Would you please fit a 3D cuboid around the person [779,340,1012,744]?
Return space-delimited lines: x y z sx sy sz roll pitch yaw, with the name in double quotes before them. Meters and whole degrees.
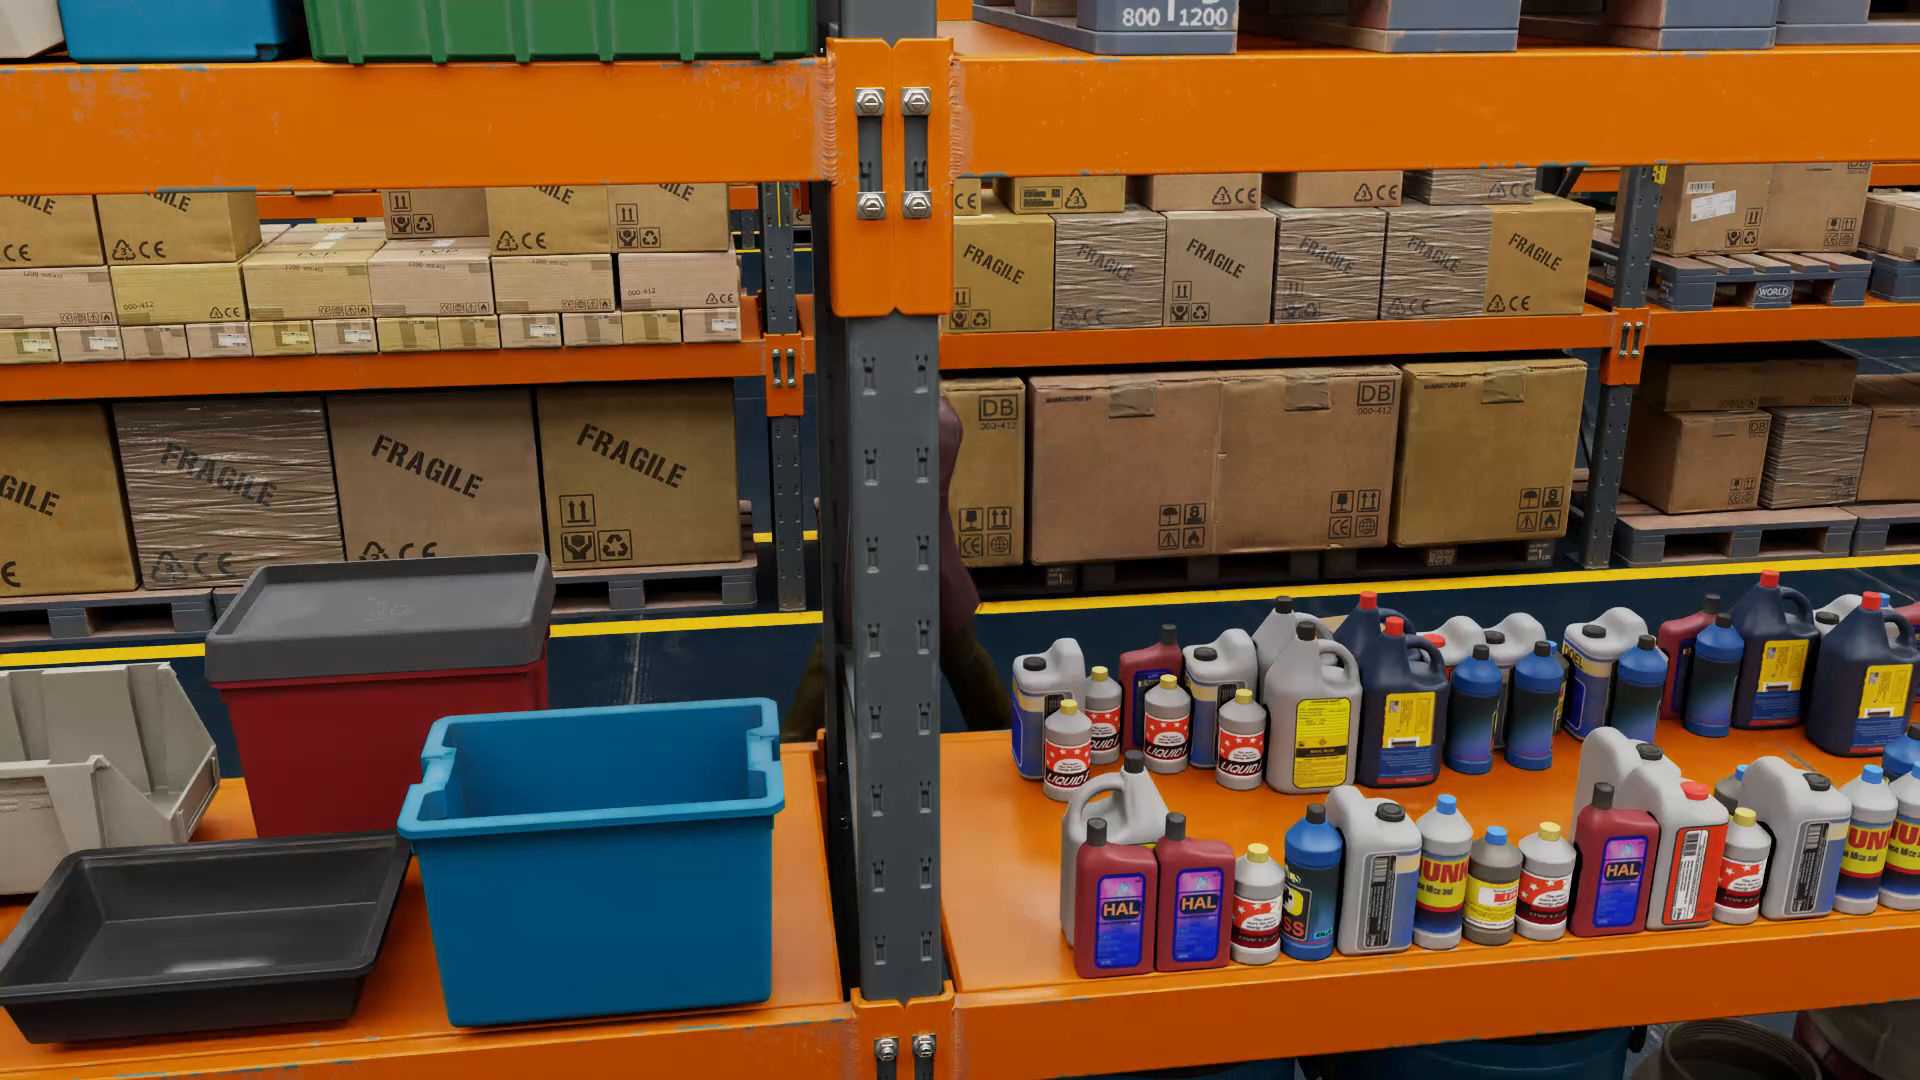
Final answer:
"person" -0.277 0.065 5.869 1.106 1.723 0.615 -12 23 -29
